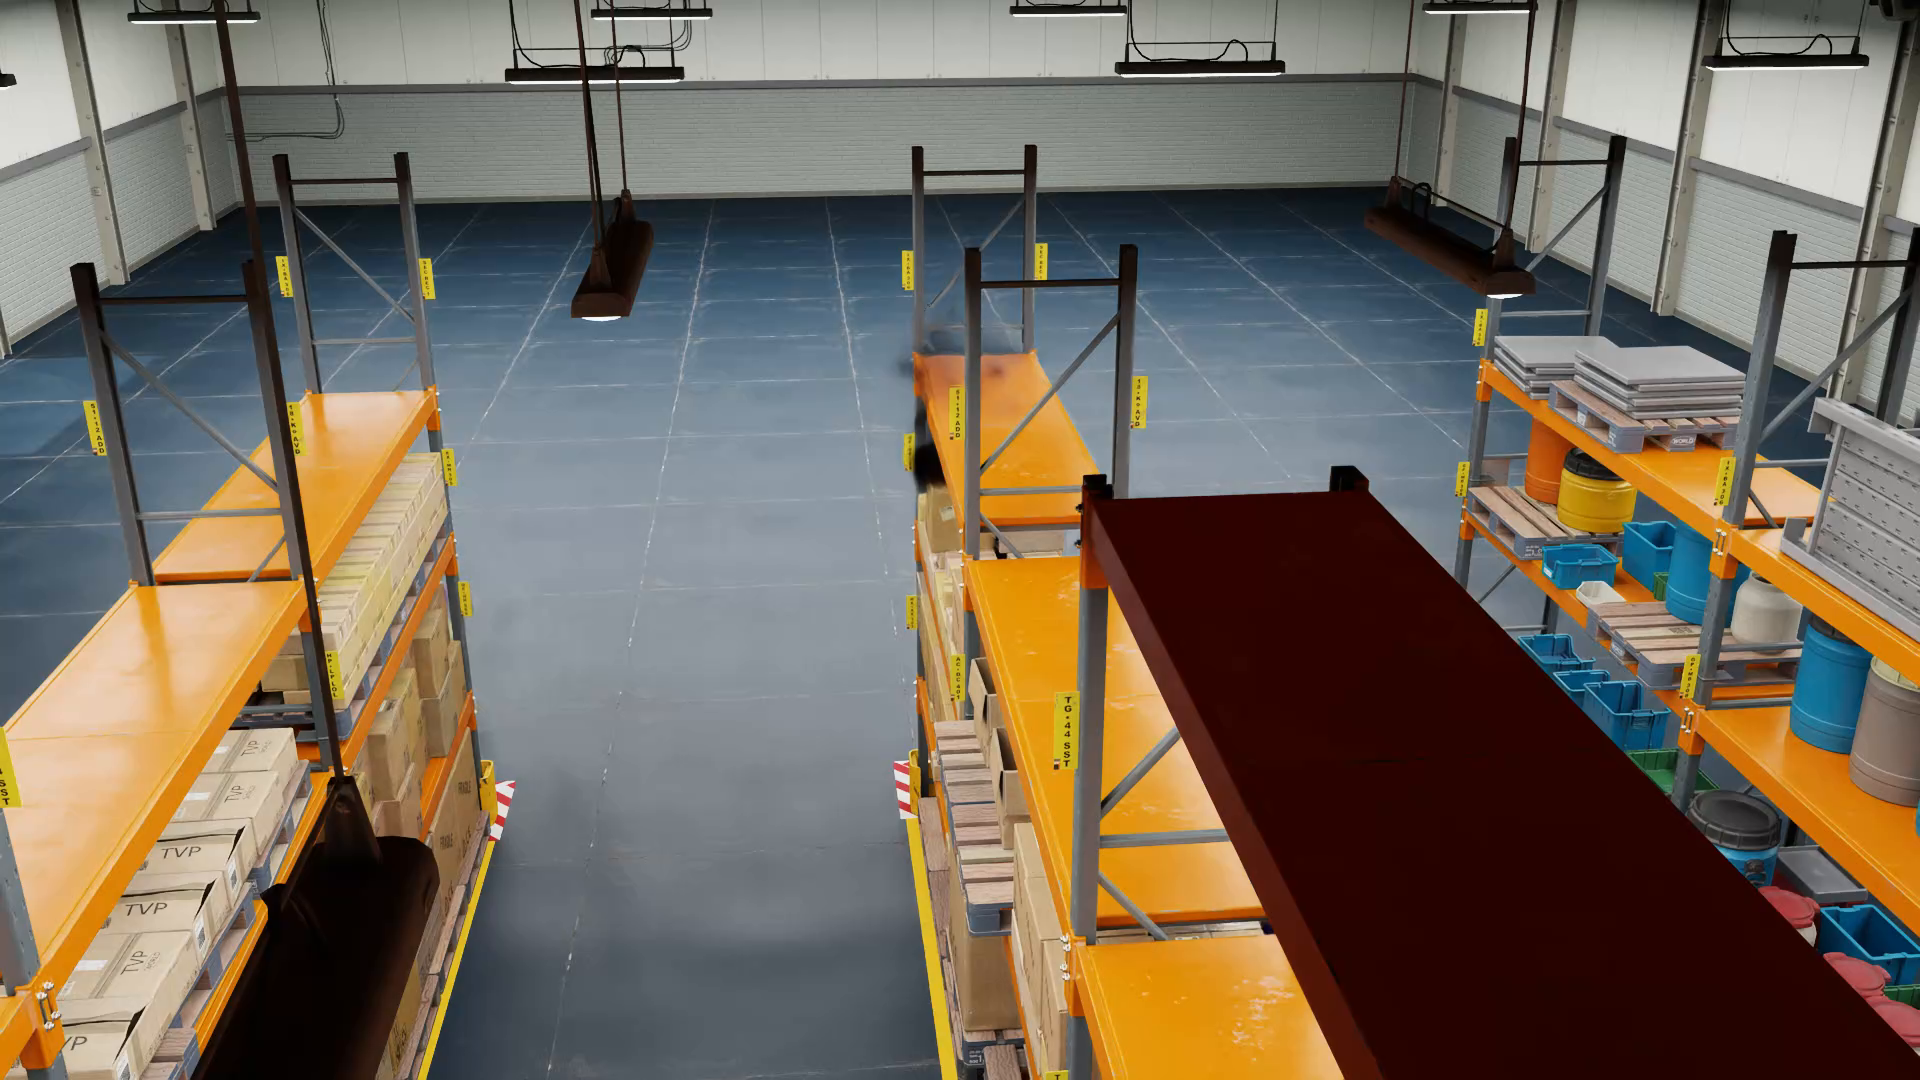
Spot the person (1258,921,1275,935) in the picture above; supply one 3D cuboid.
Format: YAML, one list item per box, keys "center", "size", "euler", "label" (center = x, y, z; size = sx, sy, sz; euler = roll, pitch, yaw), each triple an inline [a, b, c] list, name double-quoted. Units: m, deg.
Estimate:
- center: [2.377, 2.847, 12.281]
  size: [0.592, 1.699, 0.725]
  euler: [-4, 22, -11]
  label: "person"
